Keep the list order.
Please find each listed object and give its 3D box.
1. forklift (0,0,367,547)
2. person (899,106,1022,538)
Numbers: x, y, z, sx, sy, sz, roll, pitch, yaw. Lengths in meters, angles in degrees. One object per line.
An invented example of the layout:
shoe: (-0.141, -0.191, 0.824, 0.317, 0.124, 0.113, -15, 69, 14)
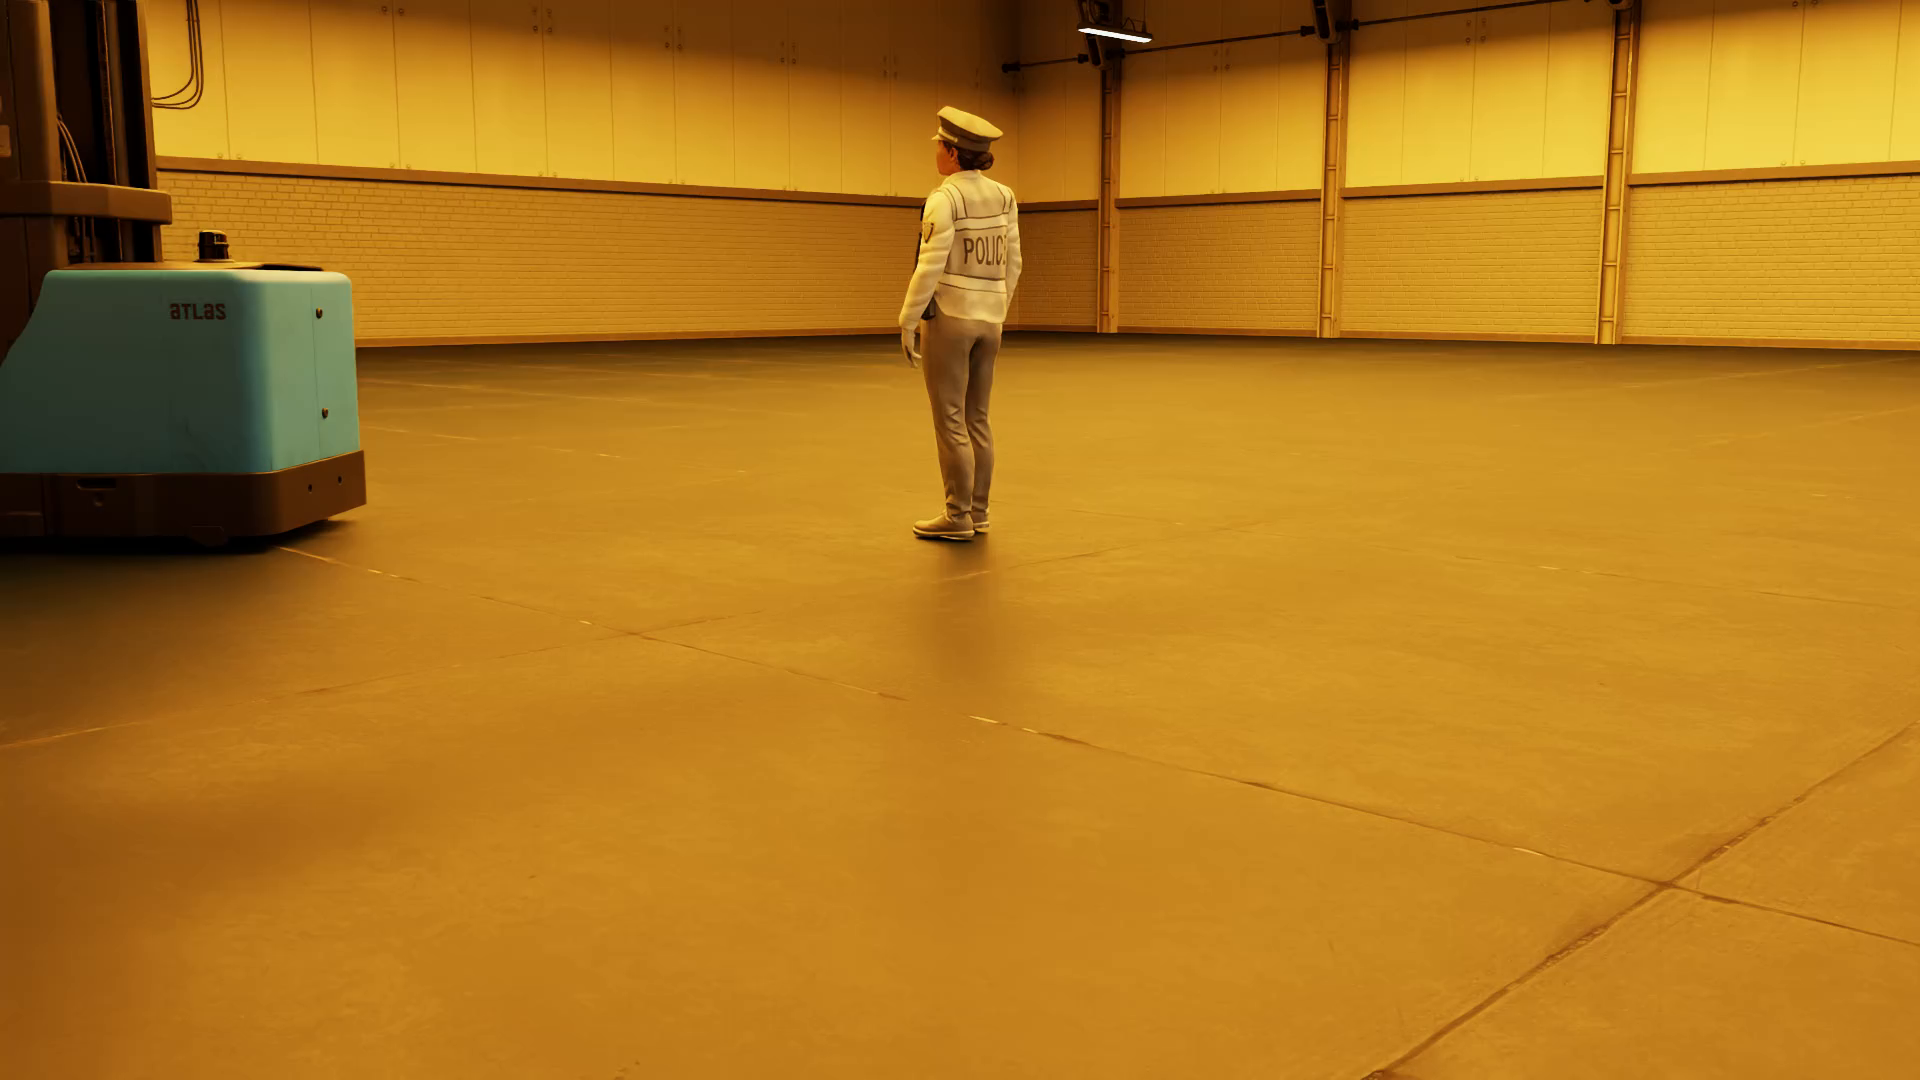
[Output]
forklift: (-4.118, -1.474, 6.664, 3.031, 2.935, 1.130, 0, 9, 1)
person: (-0.045, -0.853, 6.642, 0.531, 1.695, 0.587, 8, 12, 43)
